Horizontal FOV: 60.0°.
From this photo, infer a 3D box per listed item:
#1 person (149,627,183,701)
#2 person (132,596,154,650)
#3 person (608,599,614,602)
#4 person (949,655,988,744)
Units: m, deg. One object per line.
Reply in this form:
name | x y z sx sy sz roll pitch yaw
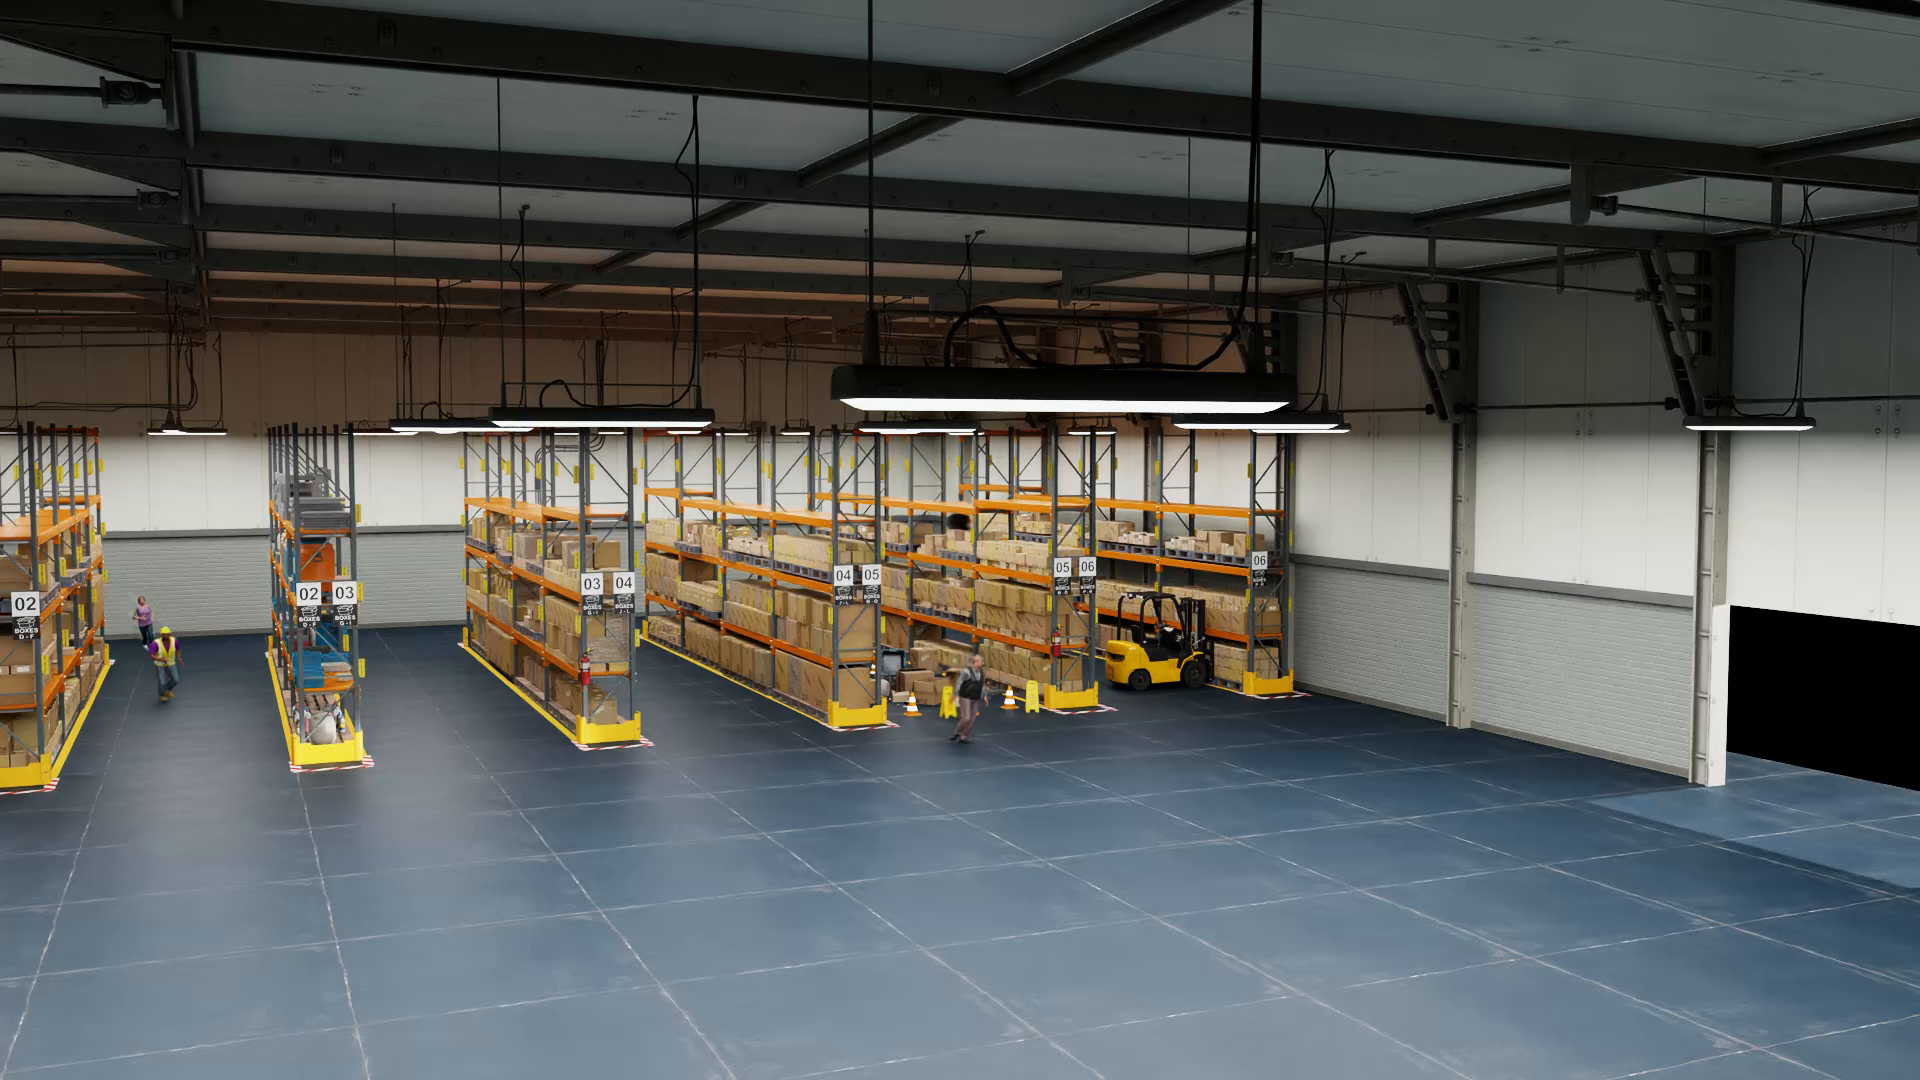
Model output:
person | -17.177 2.700 36.003 0.714 1.658 0.779 -3 5 -43
person | -21.664 2.264 44.119 0.579 1.569 0.753 -3 5 -43
person | -9.980 1.948 48.177 0.711 1.669 0.694 0 3 3
person | 0.158 2.986 31.133 0.692 1.686 0.536 -3 5 -41
